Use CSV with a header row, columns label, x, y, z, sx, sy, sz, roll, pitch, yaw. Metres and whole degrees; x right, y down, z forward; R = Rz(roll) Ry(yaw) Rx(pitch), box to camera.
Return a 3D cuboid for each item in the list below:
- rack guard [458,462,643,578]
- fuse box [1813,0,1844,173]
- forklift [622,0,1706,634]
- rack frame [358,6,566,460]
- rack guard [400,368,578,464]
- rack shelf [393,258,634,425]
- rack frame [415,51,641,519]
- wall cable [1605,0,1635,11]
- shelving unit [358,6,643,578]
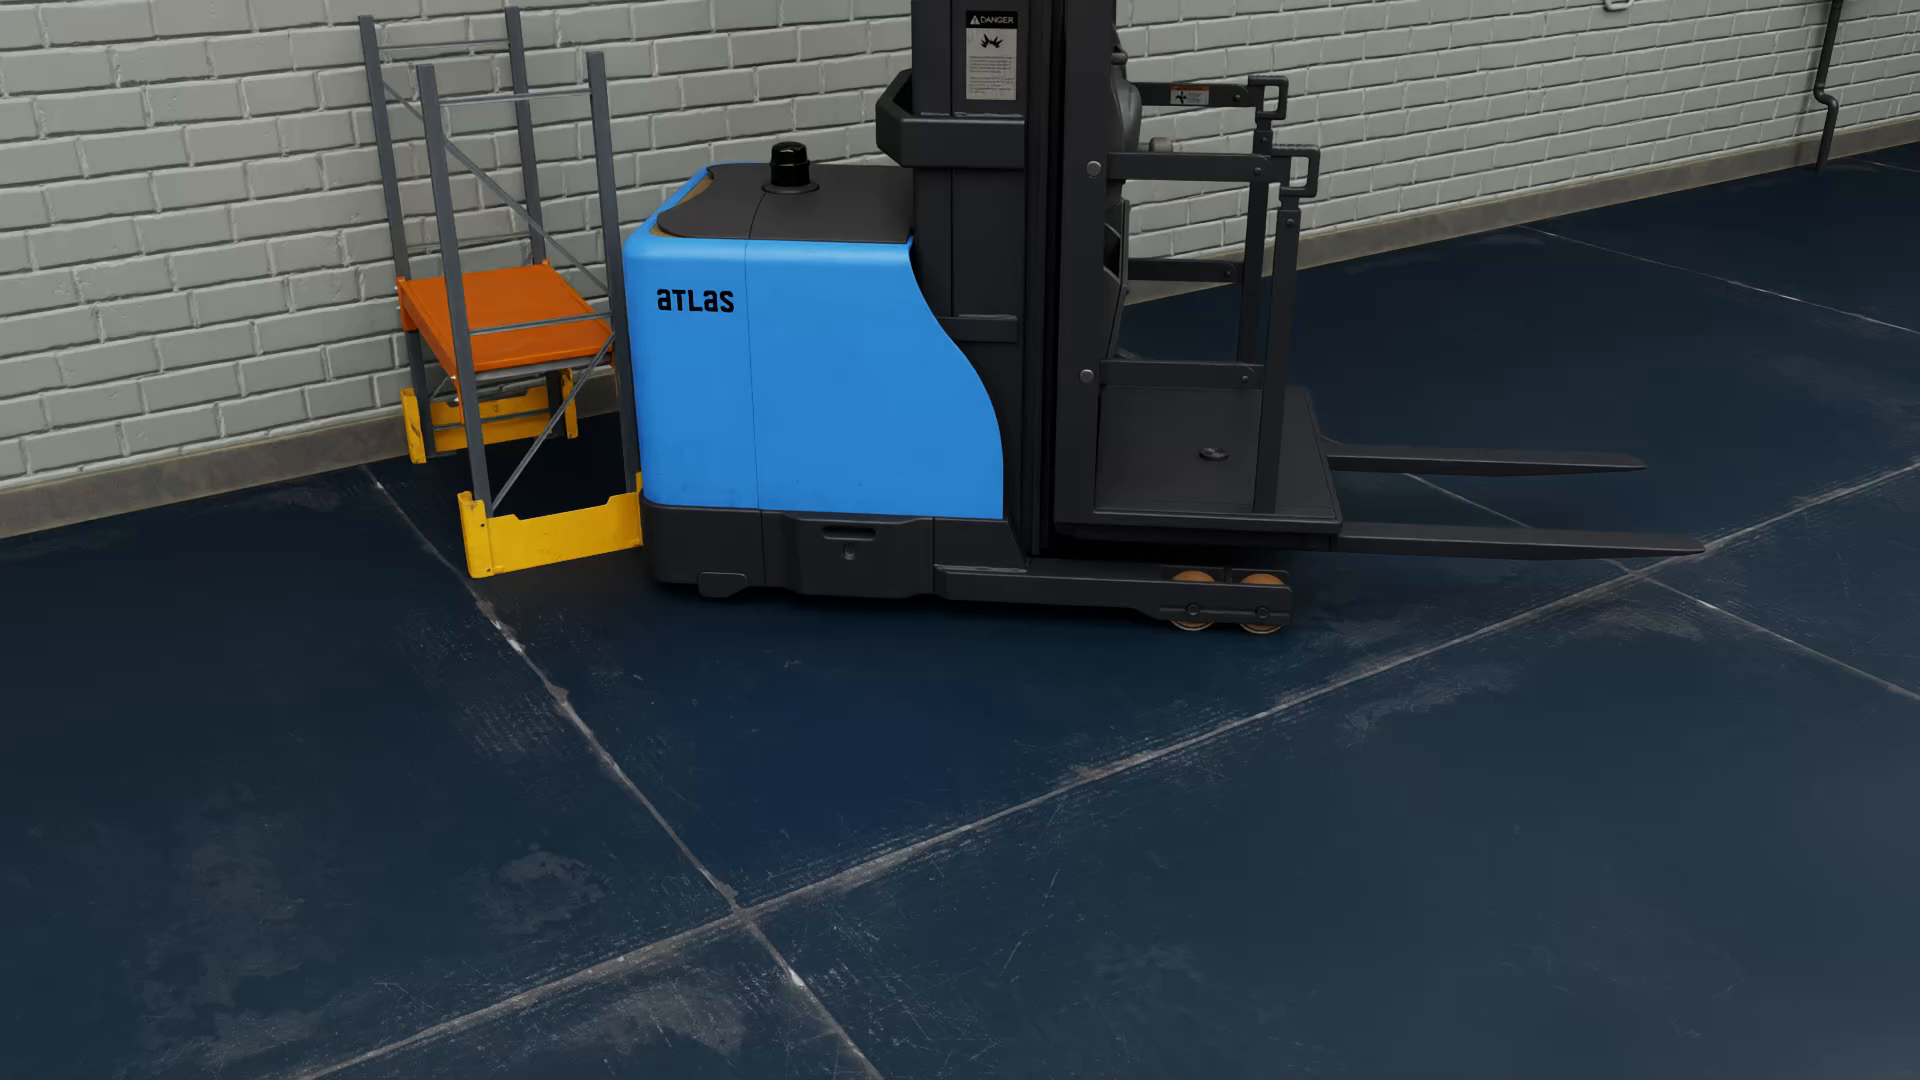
label,x,y,z,sx,sy,sz,roll,pitch,yaw
rack guard,-1.221,-0.066,5.098,0.587,0.250,0.087,-12,28,-24
fuse box,5.151,-2.961,9.518,0.539,1.711,0.414,-16,29,-30
forklift,0.620,-1.299,4.569,3.031,2.935,1.130,2,25,5
rack frame,-1.664,-1.013,5.639,0.500,1.500,0.032,-12,28,-24
rack guard,-1.664,-0.447,5.905,0.587,0.250,0.087,-12,28,-24
rack shelf,-1.438,-0.656,5.304,0.538,0.185,1.000,-12,28,-24
rack frame,-1.213,-0.624,4.815,0.500,1.500,0.032,-12,28,-24
wall cable,3.311,-3.580,8.093,0.585,1.953,0.123,-16,29,-30
shelving unit,-1.442,-0.822,5.235,0.587,1.500,1.083,-12,28,-24
